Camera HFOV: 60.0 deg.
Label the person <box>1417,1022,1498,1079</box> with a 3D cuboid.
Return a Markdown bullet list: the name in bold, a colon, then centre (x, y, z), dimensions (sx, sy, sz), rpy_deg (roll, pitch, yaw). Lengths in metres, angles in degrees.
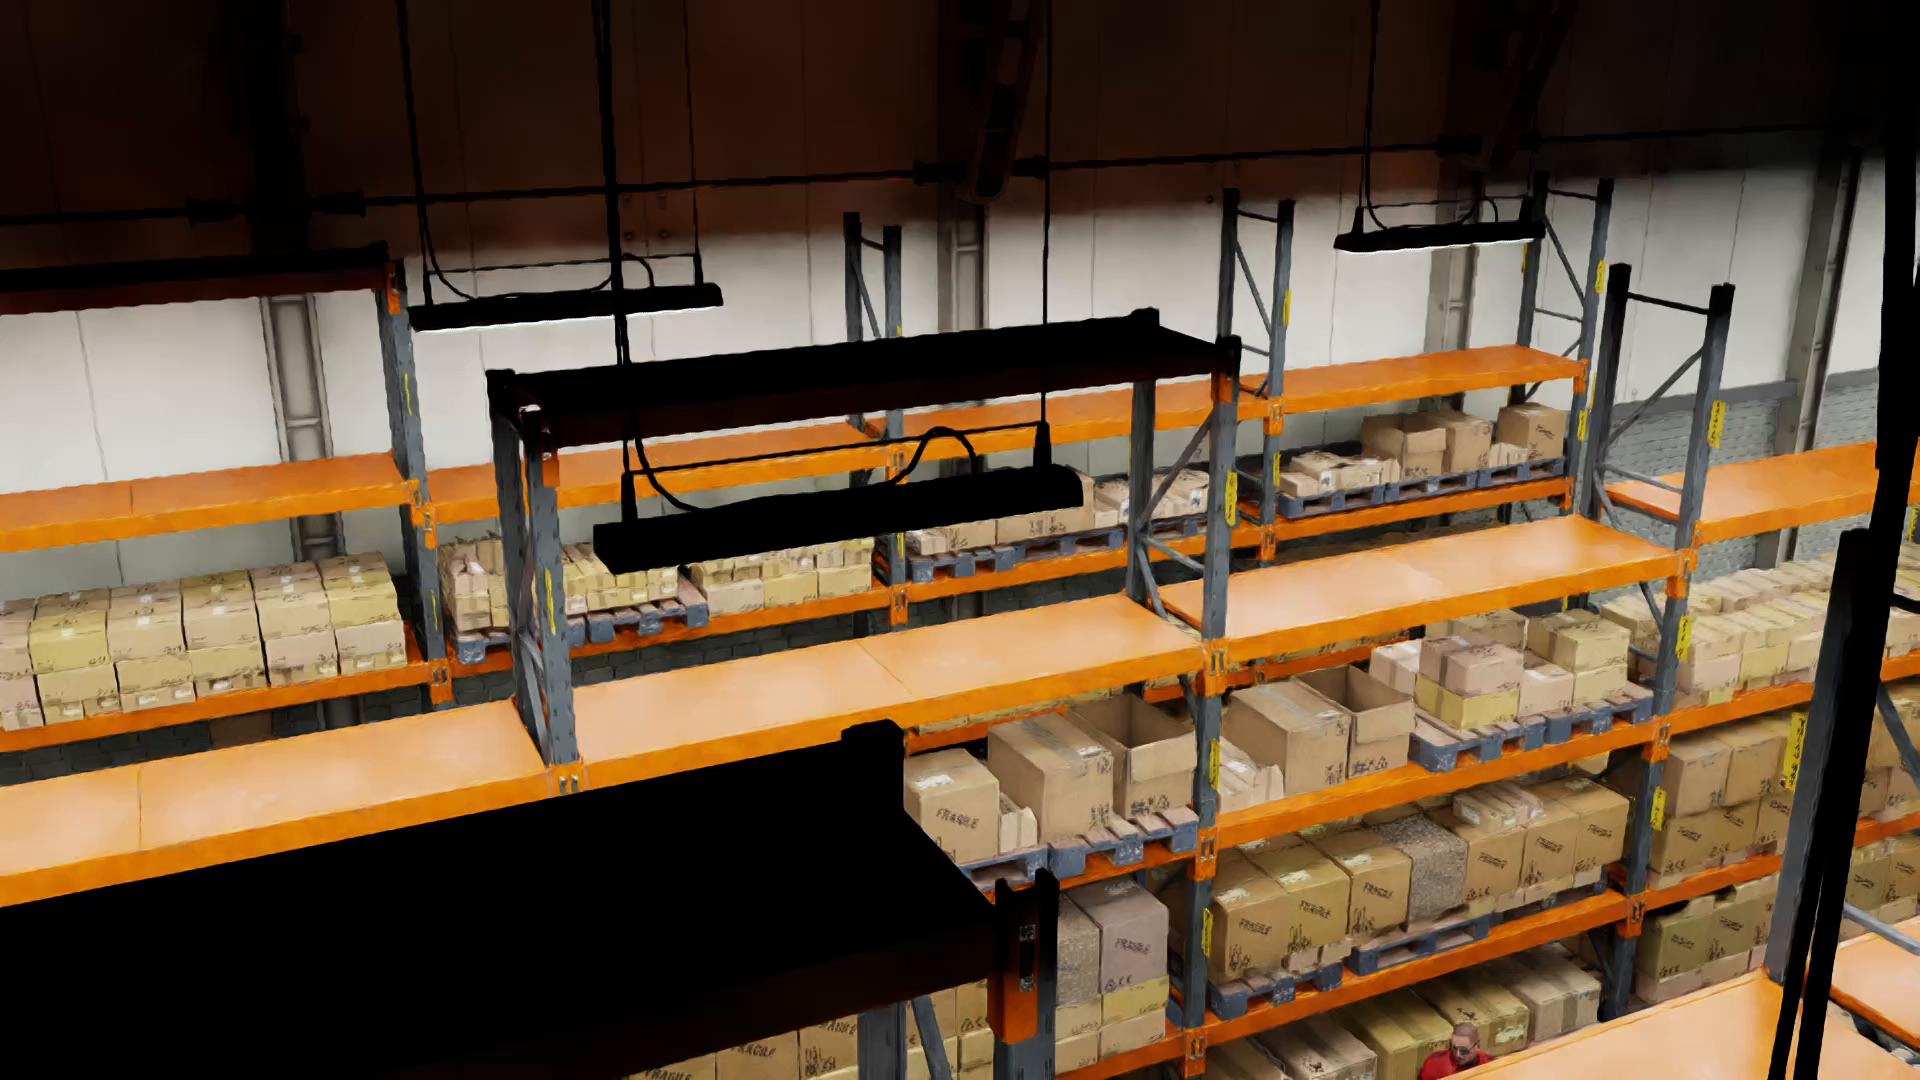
- **person**: centre (3.177, 3.870, 10.685), dimensions (0.651, 1.712, 0.592), rpy_deg (0, 19, 0)
